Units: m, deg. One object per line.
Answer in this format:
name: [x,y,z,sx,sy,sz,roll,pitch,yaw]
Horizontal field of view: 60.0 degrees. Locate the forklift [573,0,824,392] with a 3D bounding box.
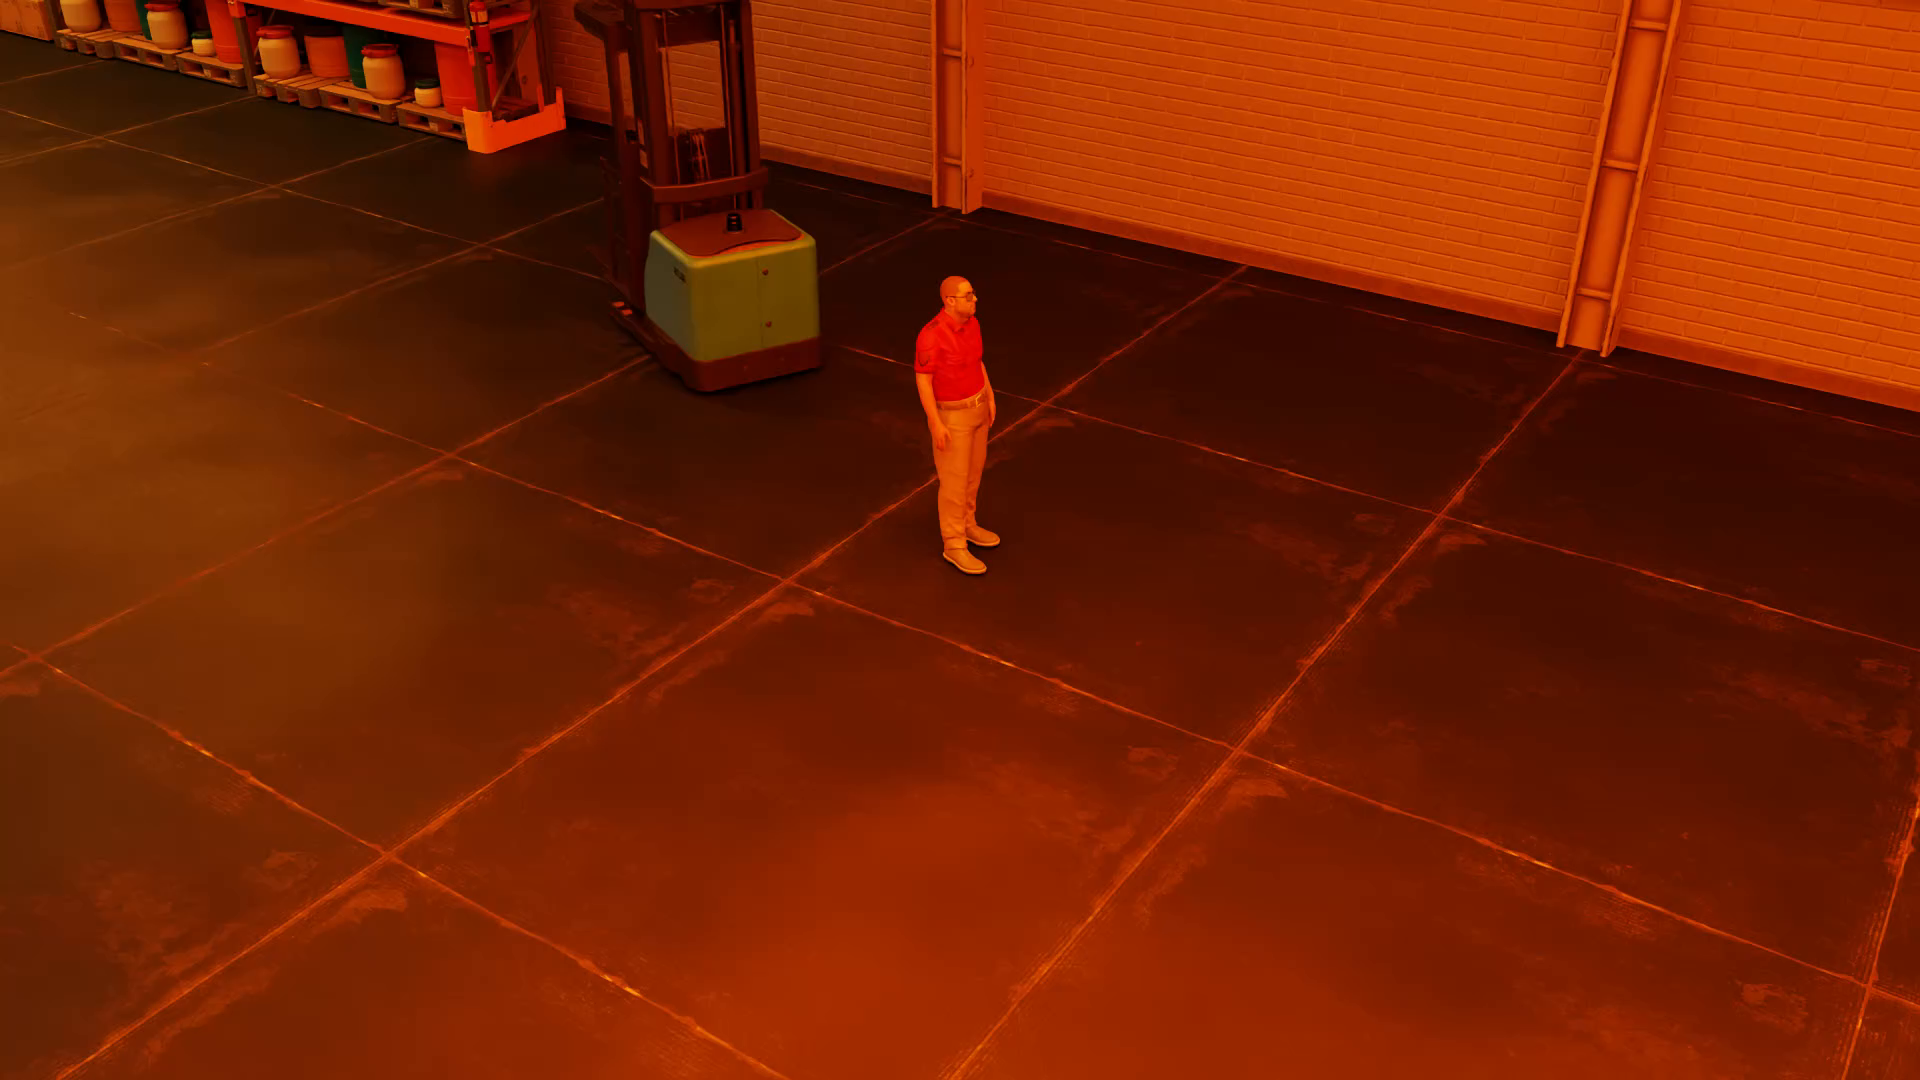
forklift: [-2.210,-3.065,12.859,1.130,2.935,3.031,-16,34,-26]

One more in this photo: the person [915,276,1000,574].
person: [0.068,-0.723,10.010,0.551,1.727,0.640,19,35,29]
